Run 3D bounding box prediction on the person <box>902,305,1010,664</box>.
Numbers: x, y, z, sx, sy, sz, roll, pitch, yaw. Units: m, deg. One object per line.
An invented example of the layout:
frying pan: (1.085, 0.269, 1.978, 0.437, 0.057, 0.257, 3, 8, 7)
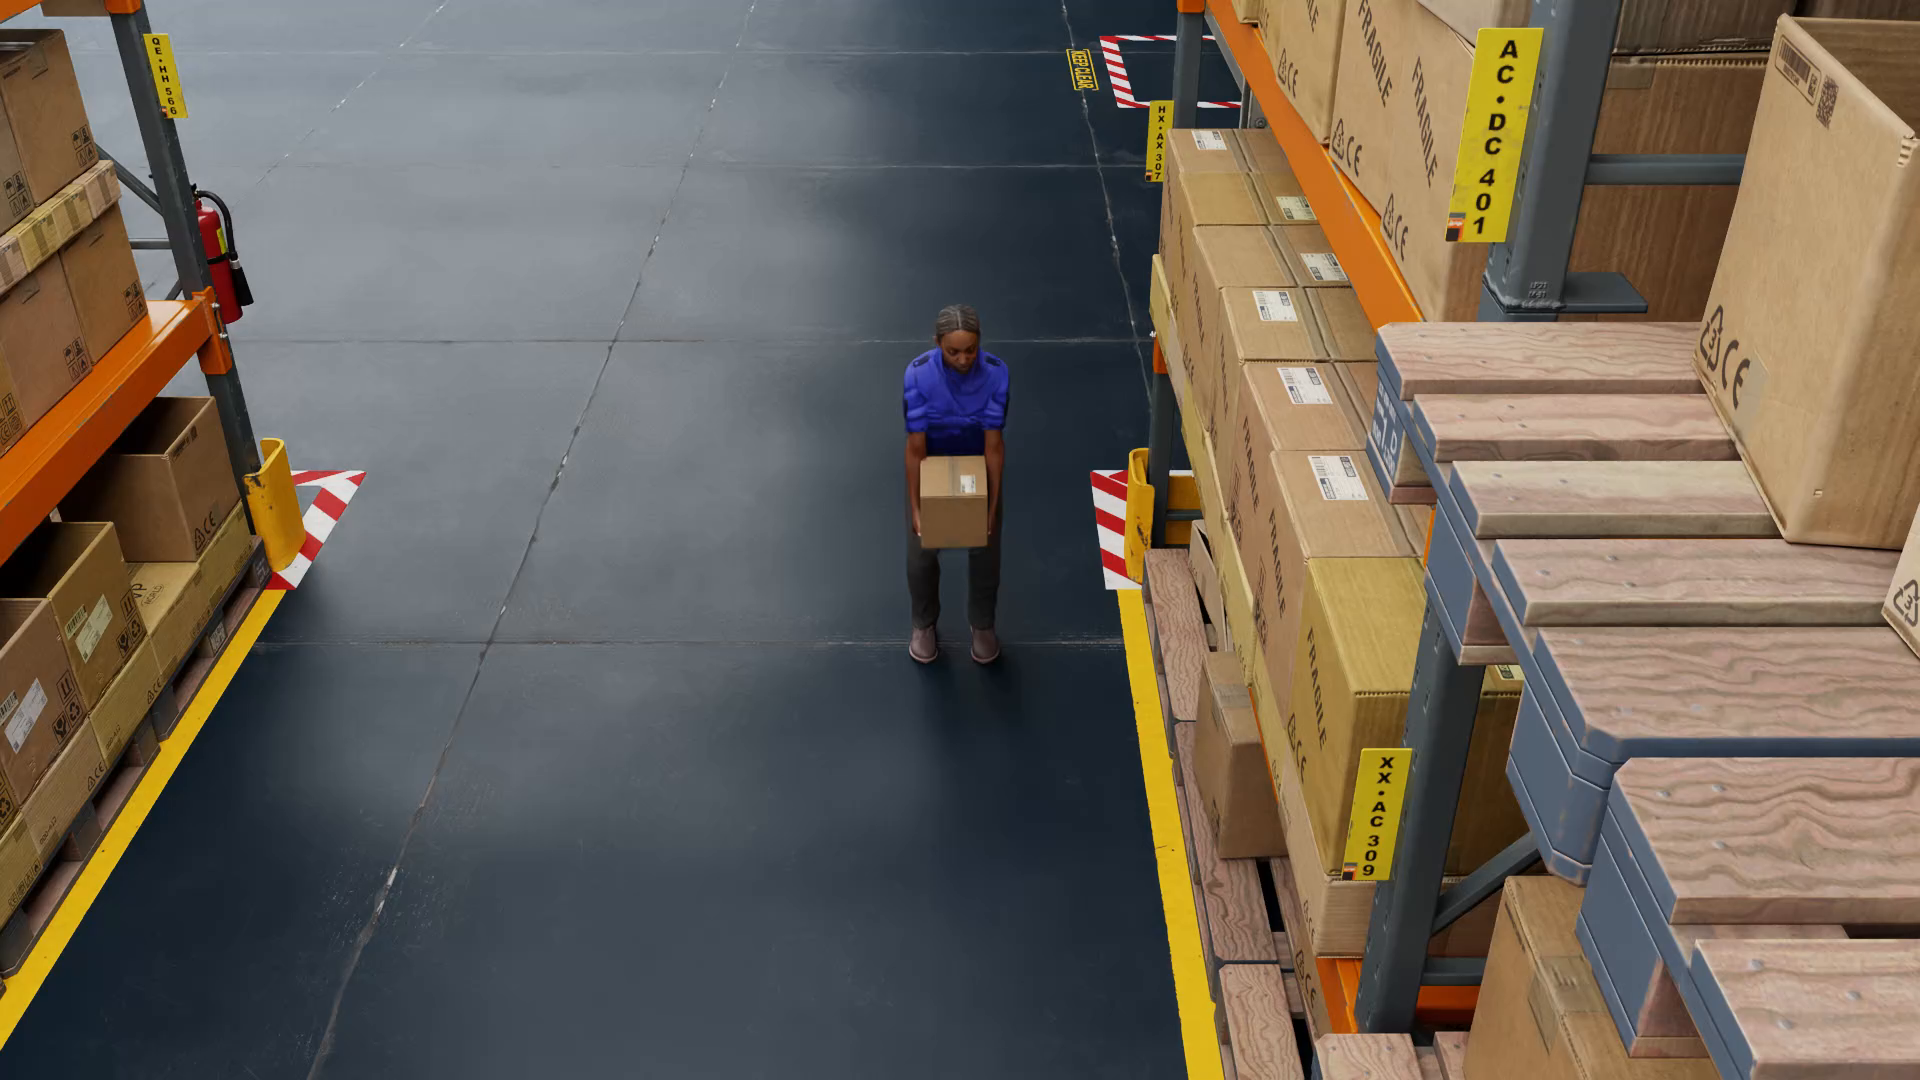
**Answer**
person: (-0.016, -0.202, 6.512, 0.412, 1.621, 0.552, -1, 32, -1)
